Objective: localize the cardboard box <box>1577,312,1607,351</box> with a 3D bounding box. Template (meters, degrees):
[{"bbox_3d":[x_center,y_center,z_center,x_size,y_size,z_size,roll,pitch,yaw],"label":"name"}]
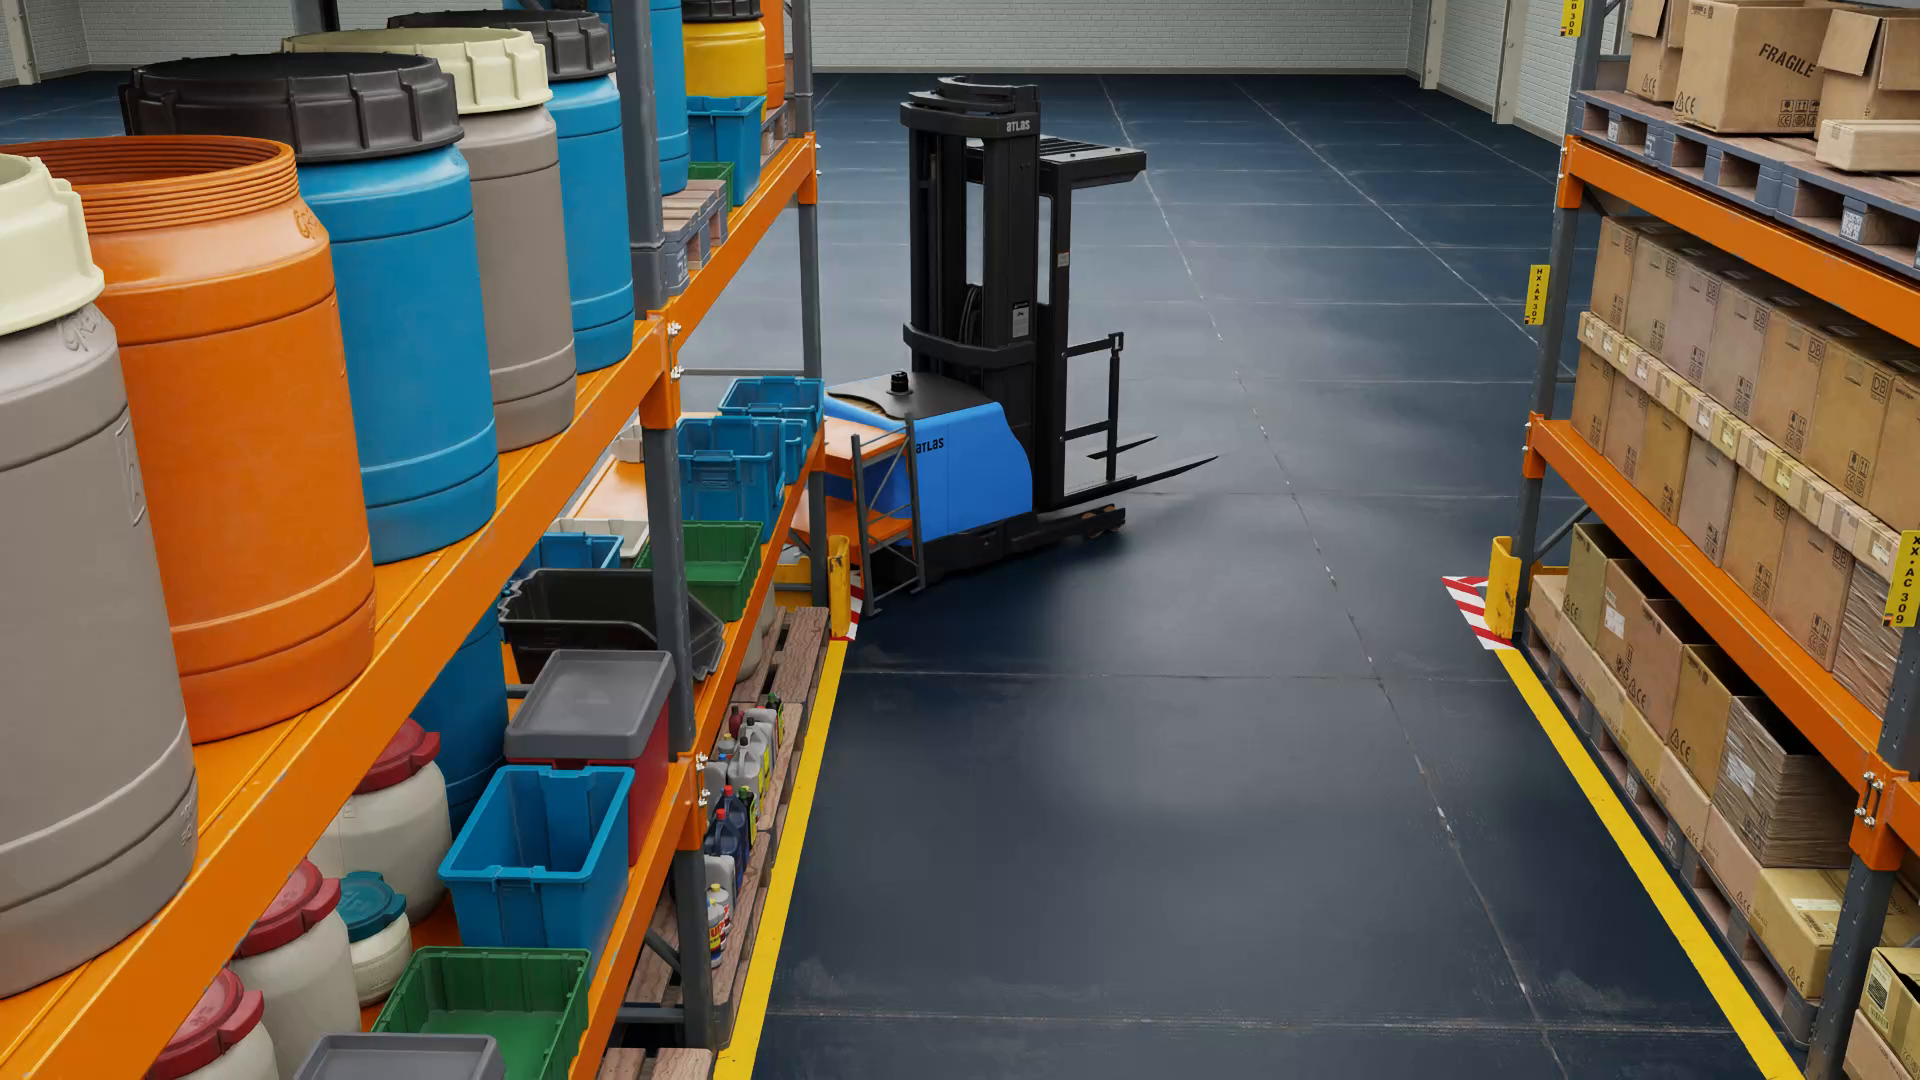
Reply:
[{"bbox_3d":[3.447,-1.086,8.646,0.380,0.149,0.250,0,21,1],"label":"cardboard box"}]

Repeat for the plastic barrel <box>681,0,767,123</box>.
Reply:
[{"bbox_3d":[-1.184,-2.200,7.566,0.600,0.588,0.600,0,21,0],"label":"plastic barrel"}]

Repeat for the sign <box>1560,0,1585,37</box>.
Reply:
[{"bbox_3d":[3.120,-2.727,8.447,0.100,0.325,0.005,1,21,2],"label":"sign"}]

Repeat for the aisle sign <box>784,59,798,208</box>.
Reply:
[{"bbox_3d":[-0.977,-2.167,8.873,0.394,0.787,0.004,1,21,2],"label":"aisle sign"}]

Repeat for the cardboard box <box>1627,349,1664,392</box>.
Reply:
[{"bbox_3d":[3.423,-0.809,7.932,0.380,0.149,0.250,0,21,1],"label":"cardboard box"}]

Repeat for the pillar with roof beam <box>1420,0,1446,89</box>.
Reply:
[{"bbox_3d":[6.079,-14.252,35.319,9.100,9.000,0.400,1,21,2],"label":"pillar with roof beam"}]

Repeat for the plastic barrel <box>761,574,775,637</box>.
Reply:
[{"bbox_3d":[-1.220,0.271,9.043,0.421,0.512,0.421,0,21,0],"label":"plastic barrel"}]

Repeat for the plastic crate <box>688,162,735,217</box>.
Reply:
[{"bbox_3d":[-1.078,-1.353,6.515,0.336,0.188,0.450,1,21,2],"label":"plastic crate"}]

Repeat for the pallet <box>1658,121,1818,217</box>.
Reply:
[{"bbox_3d":[3.593,-1.536,6.816,1.003,0.211,1.213,1,21,2],"label":"pallet"}]

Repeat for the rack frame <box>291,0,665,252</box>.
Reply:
[{"bbox_3d":[-1.398,-2.283,4.472,1.000,3.000,0.127,1,21,2],"label":"rack frame"}]

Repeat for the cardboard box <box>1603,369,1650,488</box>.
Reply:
[{"bbox_3d":[3.636,-0.564,8.198,0.700,0.500,0.500,1,21,3],"label":"cardboard box"}]

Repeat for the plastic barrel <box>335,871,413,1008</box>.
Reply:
[{"bbox_3d":[-1.592,1.056,4.353,0.301,0.262,0.301,0,21,0],"label":"plastic barrel"}]

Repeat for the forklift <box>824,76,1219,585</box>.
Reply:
[{"bbox_3d":[0.486,-1.511,10.872,3.031,2.935,1.130,-17,27,-36],"label":"forklift"}]

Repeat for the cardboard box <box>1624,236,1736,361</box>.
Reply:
[{"bbox_3d":[3.635,-1.150,7.914,0.700,0.500,0.500,0,21,0],"label":"cardboard box"}]

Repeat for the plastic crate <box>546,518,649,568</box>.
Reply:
[{"bbox_3d":[-1.602,0.047,7.125,0.530,0.136,0.437,1,21,2],"label":"plastic crate"}]

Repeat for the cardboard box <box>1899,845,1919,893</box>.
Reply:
[{"bbox_3d":[3.880,1.142,6.122,0.500,0.500,0.500,1,21,2],"label":"cardboard box"}]

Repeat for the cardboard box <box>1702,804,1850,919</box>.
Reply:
[{"bbox_3d":[3.373,1.305,6.739,0.500,0.250,0.500,1,21,2],"label":"cardboard box"}]

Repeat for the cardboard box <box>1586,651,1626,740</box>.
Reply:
[{"bbox_3d":[3.409,0.763,8.137,0.500,0.250,0.500,1,21,2],"label":"cardboard box"}]

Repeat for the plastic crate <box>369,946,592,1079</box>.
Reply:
[{"bbox_3d":[-1.169,1.246,3.965,0.450,0.188,0.662,1,21,2],"label":"plastic crate"}]

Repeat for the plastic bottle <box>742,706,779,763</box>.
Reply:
[{"bbox_3d":[-0.929,0.892,7.740,0.152,0.276,0.135,1,21,2],"label":"plastic bottle"}]

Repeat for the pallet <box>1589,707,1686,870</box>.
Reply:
[{"bbox_3d":[3.653,1.141,7.797,1.003,0.211,1.213,1,21,2],"label":"pallet"}]

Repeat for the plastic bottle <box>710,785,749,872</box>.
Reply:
[{"bbox_3d":[-0.953,1.188,6.873,0.144,0.351,0.185,0,21,-1],"label":"plastic bottle"}]

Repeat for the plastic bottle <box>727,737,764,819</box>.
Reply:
[{"bbox_3d":[-0.940,1.035,7.269,0.144,0.351,0.185,0,21,1],"label":"plastic bottle"}]

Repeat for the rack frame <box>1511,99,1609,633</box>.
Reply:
[{"bbox_3d":[3.674,-0.876,9.141,1.000,3.000,0.127,1,21,2],"label":"rack frame"}]

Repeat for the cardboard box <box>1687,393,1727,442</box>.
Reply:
[{"bbox_3d":[3.400,-0.530,7.213,0.380,0.149,0.250,1,21,2],"label":"cardboard box"}]

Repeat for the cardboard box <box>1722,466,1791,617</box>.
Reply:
[{"bbox_3d":[3.589,-0.009,6.768,0.700,0.500,0.500,1,21,2],"label":"cardboard box"}]

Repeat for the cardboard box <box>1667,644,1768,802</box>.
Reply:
[{"bbox_3d":[3.387,0.775,7.069,0.500,0.500,0.500,1,21,2],"label":"cardboard box"}]

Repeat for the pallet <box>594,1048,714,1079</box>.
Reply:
[{"bbox_3d":[-1.383,2.099,5.329,1.003,0.211,1.213,1,21,2],"label":"pallet"}]

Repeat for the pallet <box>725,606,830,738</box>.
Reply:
[{"bbox_3d":[-1.262,0.690,8.960,1.003,0.211,1.213,1,21,2],"label":"pallet"}]

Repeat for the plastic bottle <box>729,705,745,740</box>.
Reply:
[{"bbox_3d":[-1.036,0.888,7.741,0.061,0.283,0.133,1,21,2],"label":"plastic bottle"}]

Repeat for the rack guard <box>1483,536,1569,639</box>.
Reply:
[{"bbox_3d":[3.675,0.280,9.615,1.175,0.500,0.348,1,21,2],"label":"rack guard"}]

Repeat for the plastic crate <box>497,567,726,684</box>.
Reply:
[{"bbox_3d":[-1.255,0.355,6.053,0.767,0.338,0.504,1,21,2],"label":"plastic crate"}]

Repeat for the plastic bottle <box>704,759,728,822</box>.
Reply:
[{"bbox_3d":[-1.089,1.077,7.263,0.152,0.276,0.135,1,21,2],"label":"plastic bottle"}]

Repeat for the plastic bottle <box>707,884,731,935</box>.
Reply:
[{"bbox_3d":[-0.944,1.430,6.458,0.097,0.201,0.097,0,21,0],"label":"plastic bottle"}]

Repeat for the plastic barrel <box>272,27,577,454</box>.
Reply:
[{"bbox_3d":[-1.217,-0.695,3.834,0.600,0.901,0.600,0,21,0],"label":"plastic barrel"}]

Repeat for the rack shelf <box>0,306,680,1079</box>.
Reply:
[{"bbox_3d":[-1.459,0.174,3.281,1.077,0.370,4.000,1,21,2],"label":"rack shelf"}]

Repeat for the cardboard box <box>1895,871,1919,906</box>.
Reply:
[{"bbox_3d":[3.870,1.492,6.258,0.500,0.250,0.500,1,21,2],"label":"cardboard box"}]

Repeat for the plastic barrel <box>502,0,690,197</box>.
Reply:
[{"bbox_3d":[-1.261,-1.672,5.772,0.600,0.901,0.708,1,21,2],"label":"plastic barrel"}]

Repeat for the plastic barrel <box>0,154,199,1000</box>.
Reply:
[{"bbox_3d":[-1.278,0.034,1.956,0.600,0.901,0.600,0,21,0],"label":"plastic barrel"}]

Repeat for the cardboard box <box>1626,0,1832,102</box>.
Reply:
[{"bbox_3d":[3.653,-2.376,7.943,0.797,0.503,0.637,2,21,5],"label":"cardboard box"}]

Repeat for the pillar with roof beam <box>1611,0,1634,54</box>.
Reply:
[{"bbox_3d":[5.714,-9.913,24.137,9.100,9.000,0.400,1,21,2],"label":"pillar with roof beam"}]

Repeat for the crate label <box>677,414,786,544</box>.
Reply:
[{"bbox_3d":[-1.062,-0.280,7.555,0.502,0.435,0.616,1,21,2],"label":"crate label"}]

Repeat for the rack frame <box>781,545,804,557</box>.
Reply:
[{"bbox_3d":[-1.190,-0.365,10.371,0.032,1.125,0.500,15,29,38],"label":"rack frame"}]

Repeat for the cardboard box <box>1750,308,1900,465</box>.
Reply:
[{"bbox_3d":[3.590,-0.606,6.512,0.700,0.500,0.500,1,21,2],"label":"cardboard box"}]

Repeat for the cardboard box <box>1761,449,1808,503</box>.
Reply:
[{"bbox_3d":[3.380,-0.248,6.485,0.380,0.149,0.250,1,21,1],"label":"cardboard box"}]

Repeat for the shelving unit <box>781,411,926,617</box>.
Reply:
[{"bbox_3d":[-0.802,-0.258,10.060,1.048,1.125,0.538,15,29,38],"label":"shelving unit"}]

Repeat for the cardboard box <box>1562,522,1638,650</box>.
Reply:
[{"bbox_3d":[3.422,0.233,8.467,0.500,0.500,0.500,1,21,2],"label":"cardboard box"}]

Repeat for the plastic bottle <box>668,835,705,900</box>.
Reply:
[{"bbox_3d":[-1.103,1.255,6.701,0.144,0.351,0.185,1,21,2],"label":"plastic bottle"}]

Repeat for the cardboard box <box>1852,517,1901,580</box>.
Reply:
[{"bbox_3d":[3.356,0.031,5.768,0.380,0.149,0.250,0,21,0],"label":"cardboard box"}]

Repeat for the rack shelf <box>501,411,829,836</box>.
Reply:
[{"bbox_3d":[-1.337,0.126,7.551,1.077,0.370,4.000,1,21,2],"label":"rack shelf"}]
